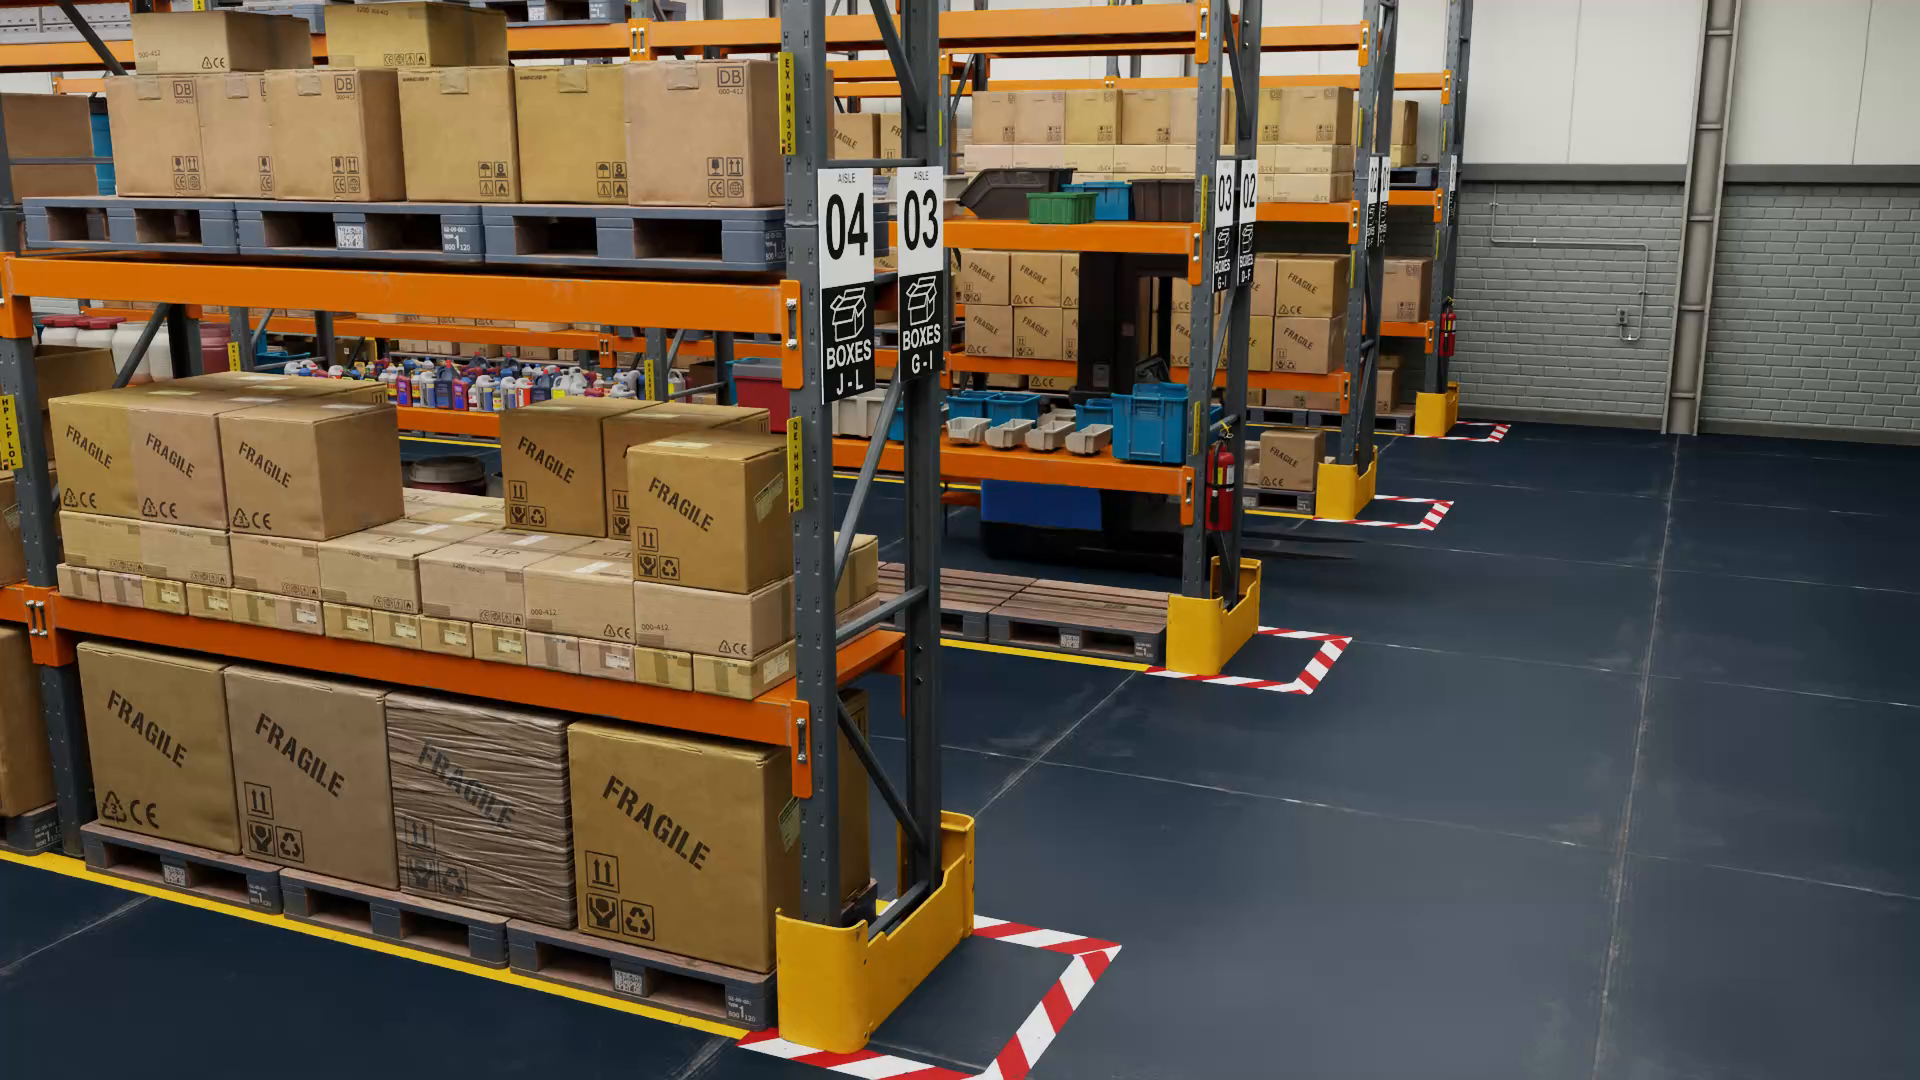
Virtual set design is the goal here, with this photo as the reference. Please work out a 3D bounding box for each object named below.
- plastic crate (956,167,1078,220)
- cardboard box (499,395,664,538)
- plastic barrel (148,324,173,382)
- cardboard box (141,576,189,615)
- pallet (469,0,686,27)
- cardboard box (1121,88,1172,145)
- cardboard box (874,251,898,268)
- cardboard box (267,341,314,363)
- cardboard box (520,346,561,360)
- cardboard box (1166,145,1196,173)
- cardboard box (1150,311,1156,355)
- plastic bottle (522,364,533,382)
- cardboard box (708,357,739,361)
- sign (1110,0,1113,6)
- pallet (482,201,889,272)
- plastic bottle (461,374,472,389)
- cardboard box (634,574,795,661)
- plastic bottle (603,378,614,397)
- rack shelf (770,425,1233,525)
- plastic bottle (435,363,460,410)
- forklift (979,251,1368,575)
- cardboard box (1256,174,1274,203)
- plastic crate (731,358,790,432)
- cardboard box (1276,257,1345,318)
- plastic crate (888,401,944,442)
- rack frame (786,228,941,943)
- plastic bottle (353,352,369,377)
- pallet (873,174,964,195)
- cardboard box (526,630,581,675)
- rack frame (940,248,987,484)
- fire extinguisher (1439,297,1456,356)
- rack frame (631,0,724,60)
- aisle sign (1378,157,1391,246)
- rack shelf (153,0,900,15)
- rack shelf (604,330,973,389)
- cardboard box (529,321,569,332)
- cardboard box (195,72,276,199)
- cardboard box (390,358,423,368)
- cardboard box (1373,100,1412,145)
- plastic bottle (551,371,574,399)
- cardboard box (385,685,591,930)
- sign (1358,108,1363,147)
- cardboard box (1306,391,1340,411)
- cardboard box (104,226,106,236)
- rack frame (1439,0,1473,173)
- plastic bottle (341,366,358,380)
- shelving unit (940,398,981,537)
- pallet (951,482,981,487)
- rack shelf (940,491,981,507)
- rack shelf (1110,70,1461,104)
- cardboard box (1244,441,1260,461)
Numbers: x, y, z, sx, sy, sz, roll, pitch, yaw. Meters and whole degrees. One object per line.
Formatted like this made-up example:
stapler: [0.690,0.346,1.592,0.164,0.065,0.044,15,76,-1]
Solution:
plastic crate: [0.386,-2.357,11.303,0.767,0.338,0.504,6,14,23]
cardboard box: [-1.598,-0.324,7.105,0.500,0.500,0.500,5,14,22]
plastic barrel: [-6.670,-1.573,14.148,0.421,0.512,0.421,0,13,0]
cardboard box: [-3.375,0.204,7.369,0.250,0.149,0.380,6,15,25]
pallet: [-2.755,-3.802,12.049,1.213,0.211,1.003,6,14,23]
cardboard box: [1.862,-3.956,15.573,0.500,0.500,0.700,6,14,23]
cardboard box: [-0.815,-3.592,22.082,0.500,0.500,0.500,6,15,25]
cardboard box: [-8.256,-2.149,20.307,0.500,0.500,0.500,6,14,23]
cardboard box: [-6.253,-2.992,24.950,0.500,0.500,0.500,5,14,19]
cardboard box: [2.195,-3.480,15.189,0.500,0.250,0.500,6,14,23]
cardboard box: [1.771,-1.937,15.723,0.500,0.500,0.500,6,14,22]
plastic bottle: [-3.497,-1.290,13.470,0.097,0.271,0.097,0,13,0]
cardboard box: [-3.199,-2.702,23.714,0.500,0.500,0.700,6,14,23]
sign: [1.818,-6.467,19.898,0.005,0.325,0.100,6,14,23]
pallet: [-1.017,-1.177,6.333,1.213,0.211,1.003,6,14,23]
plastic bottle: [-3.822,-1.149,12.866,0.097,0.271,0.097,0,13,0]
cardboard box: [-0.885,0.245,6.320,0.500,0.250,0.500,6,14,22]
plastic bottle: [-2.773,-1.183,13.165,0.097,0.201,0.097,0,13,0]
rack shelf: [-0.157,-0.563,11.662,4.000,0.370,1.077,6,14,23]
plastic bottle: [-3.966,-1.193,12.880,0.185,0.351,0.144,6,14,23]
forklift: [1.730,-1.269,13.248,3.031,2.935,1.130,5,14,21]
cardboard box: [2.652,-3.191,15.048,0.500,0.250,0.500,6,14,23]
plastic crate: [-1.271,-1.023,11.779,0.583,0.464,0.402,6,14,23]
cardboard box: [3.163,-2.281,15.004,0.500,0.500,0.500,6,14,23]
plastic crate: [-0.310,-0.812,11.385,0.300,0.233,0.416,6,14,23]
rack frame: [-0.335,0.307,6.382,0.127,3.000,1.000,6,14,23]
plastic bottle: [-5.100,-1.463,14.179,0.133,0.283,0.061,6,14,23]
pallet: [-0.544,-3.576,16.774,1.003,0.211,1.213,6,14,23]
cardboard box: [-1.490,0.394,6.559,0.250,0.149,0.380,6,15,24]
rack frame: [0.024,-2.132,16.776,0.127,3.000,1.000,6,14,23]
fire extinguisher: [5.635,-2.468,19.191,0.183,0.674,0.296,6,14,23]
rack frame: [-1.986,-4.019,11.683,0.127,3.000,1.000,6,14,23]
aisle sign: [3.862,-3.083,15.136,0.004,0.787,0.394,6,14,23]
rack shelf: [-2.164,-2.254,6.613,4.000,0.370,1.077,6,14,23]
rack shelf: [-1.805,-1.967,17.647,4.000,0.370,1.077,6,14,23]
cardboard box: [-4.568,-2.406,18.491,0.250,0.149,0.380,6,14,23]
cardboard box: [-2.762,-1.715,7.075,0.500,0.500,0.700,7,15,26]
cardboard box: [-6.804,-2.034,20.228,0.500,0.311,0.500,6,14,23]
cardboard box: [4.904,-4.813,19.185,0.500,0.500,0.500,6,14,23]
plastic bottle: [-2.959,-1.091,12.445,0.185,0.351,0.144,6,14,23]
cardboard box: [-1.784,1.010,7.117,0.875,0.875,0.875,6,14,23]
sign: [3.438,-3.540,14.269,0.005,0.325,0.100,6,14,23]
cardboard box: [4.546,-1.875,20.231,0.500,0.500,0.700,6,14,23]
cardboard box: [-10.478,-3.872,21.132,0.500,0.500,0.700,6,14,23]
rack frame: [5.684,-5.718,18.924,0.127,3.000,1.000,6,14,23]
plastic bottle: [-4.851,-1.239,13.225,0.133,0.283,0.061,6,14,23]
shelving unit: [0.070,-0.574,14.075,0.503,1.200,0.258,5,14,21]
pallet: [0.651,-0.711,16.823,1.213,0.211,1.003,6,14,23]
rack shelf: [0.070,-0.315,14.135,0.480,0.148,0.258,5,14,21]
rack shelf: [3.855,-5.358,19.841,4.000,0.370,1.077,6,14,23]
cardboard box: [2.842,-0.794,16.127,0.500,0.250,0.500,6,14,23]
